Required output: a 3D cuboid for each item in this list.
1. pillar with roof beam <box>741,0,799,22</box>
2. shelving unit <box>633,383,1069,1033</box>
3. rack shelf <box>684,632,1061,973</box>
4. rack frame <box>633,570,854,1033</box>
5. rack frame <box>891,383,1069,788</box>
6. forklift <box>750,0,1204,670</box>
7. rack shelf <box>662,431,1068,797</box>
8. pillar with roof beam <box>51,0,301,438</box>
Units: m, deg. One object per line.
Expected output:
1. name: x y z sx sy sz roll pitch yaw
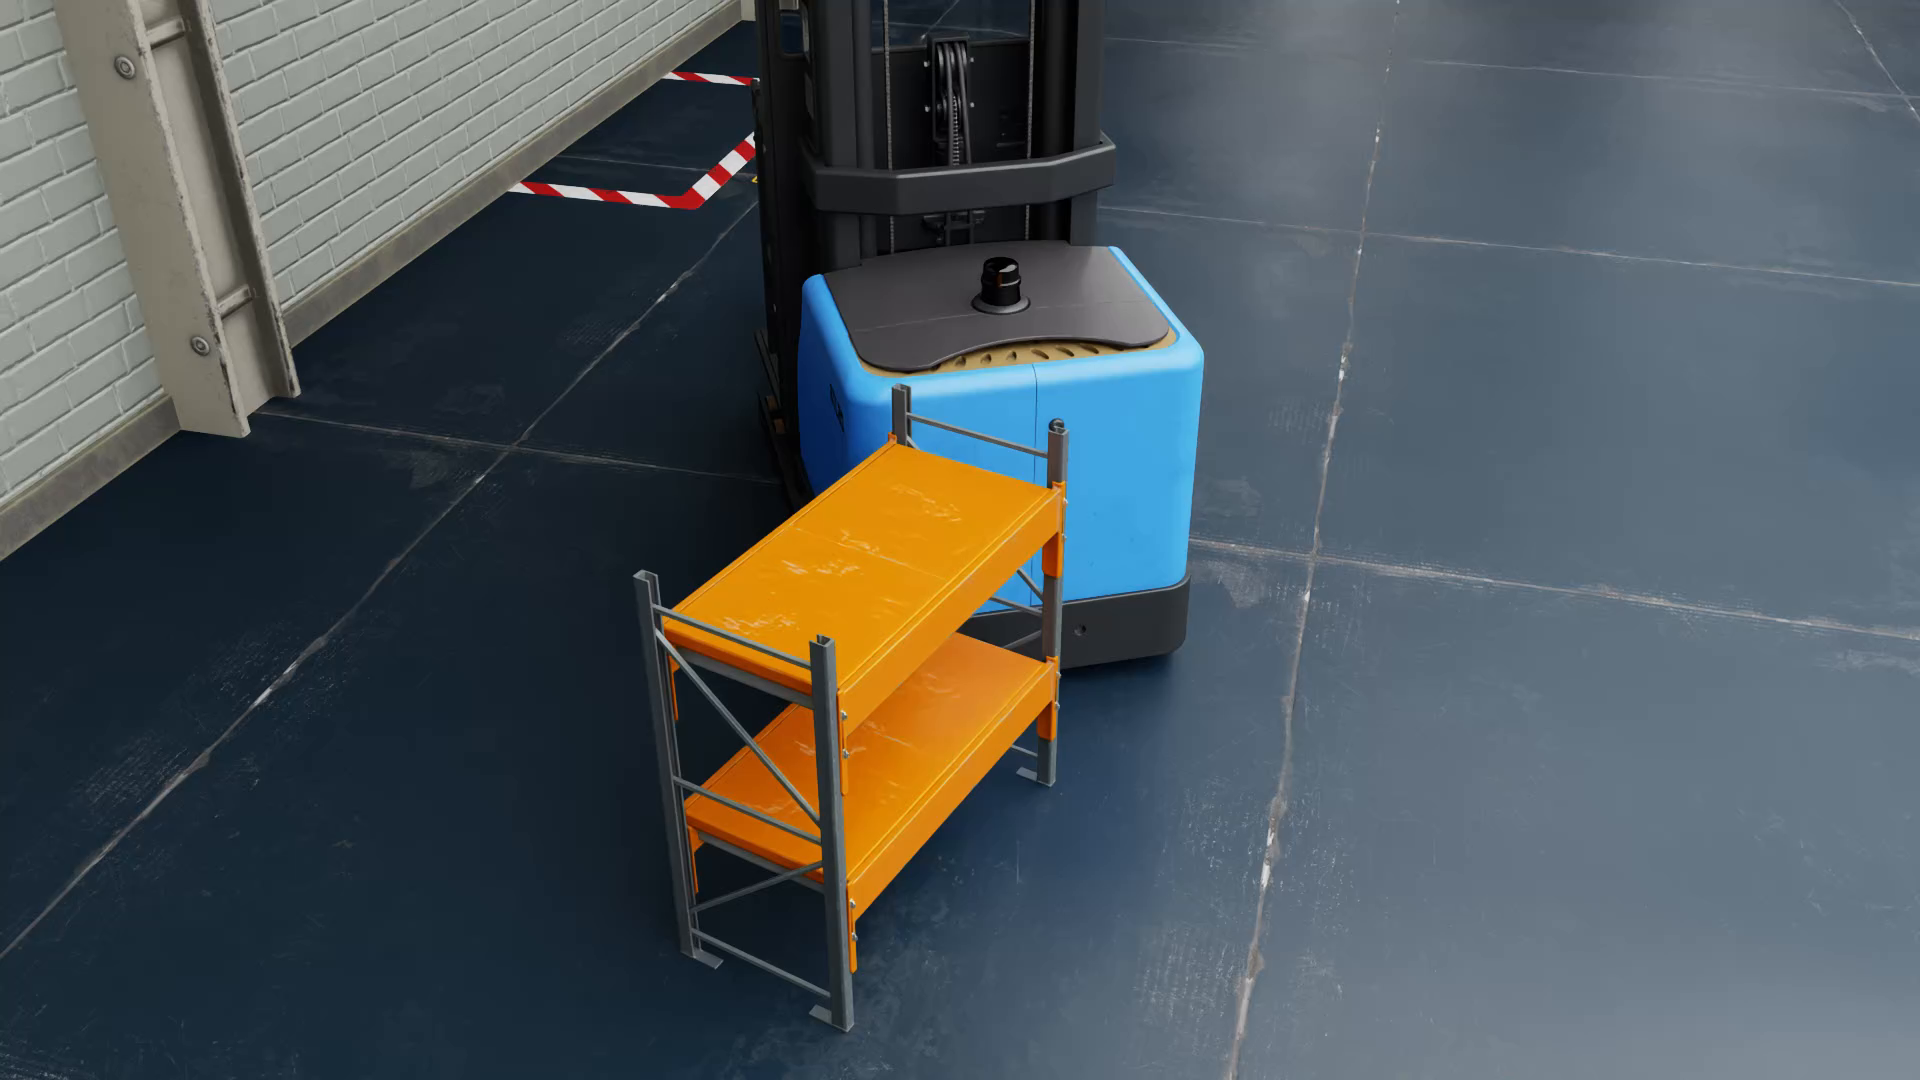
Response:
1. pillar with roof beam: 2.842 -6.839 8.120 9.100 9.000 0.400 8 33 12
2. shelving unit: -0.214 0.378 4.106 0.538 1.125 1.048 18 36 26
3. rack shelf: -0.214 0.585 4.237 0.538 0.278 1.000 18 36 26
4. rack frame: -0.473 0.613 3.737 0.500 1.125 0.032 18 36 26
5. rack frame: 0.046 0.144 4.475 0.500 1.125 0.032 18 36 26
6. forklift: -0.148 -1.563 5.477 1.130 2.935 3.031 -7 33 -11
7. rack shelf: -0.214 0.131 3.949 0.538 0.278 1.000 18 36 26
8. pillar with roof beam: 1.320 -3.726 3.223 9.100 9.000 0.400 8 33 12
